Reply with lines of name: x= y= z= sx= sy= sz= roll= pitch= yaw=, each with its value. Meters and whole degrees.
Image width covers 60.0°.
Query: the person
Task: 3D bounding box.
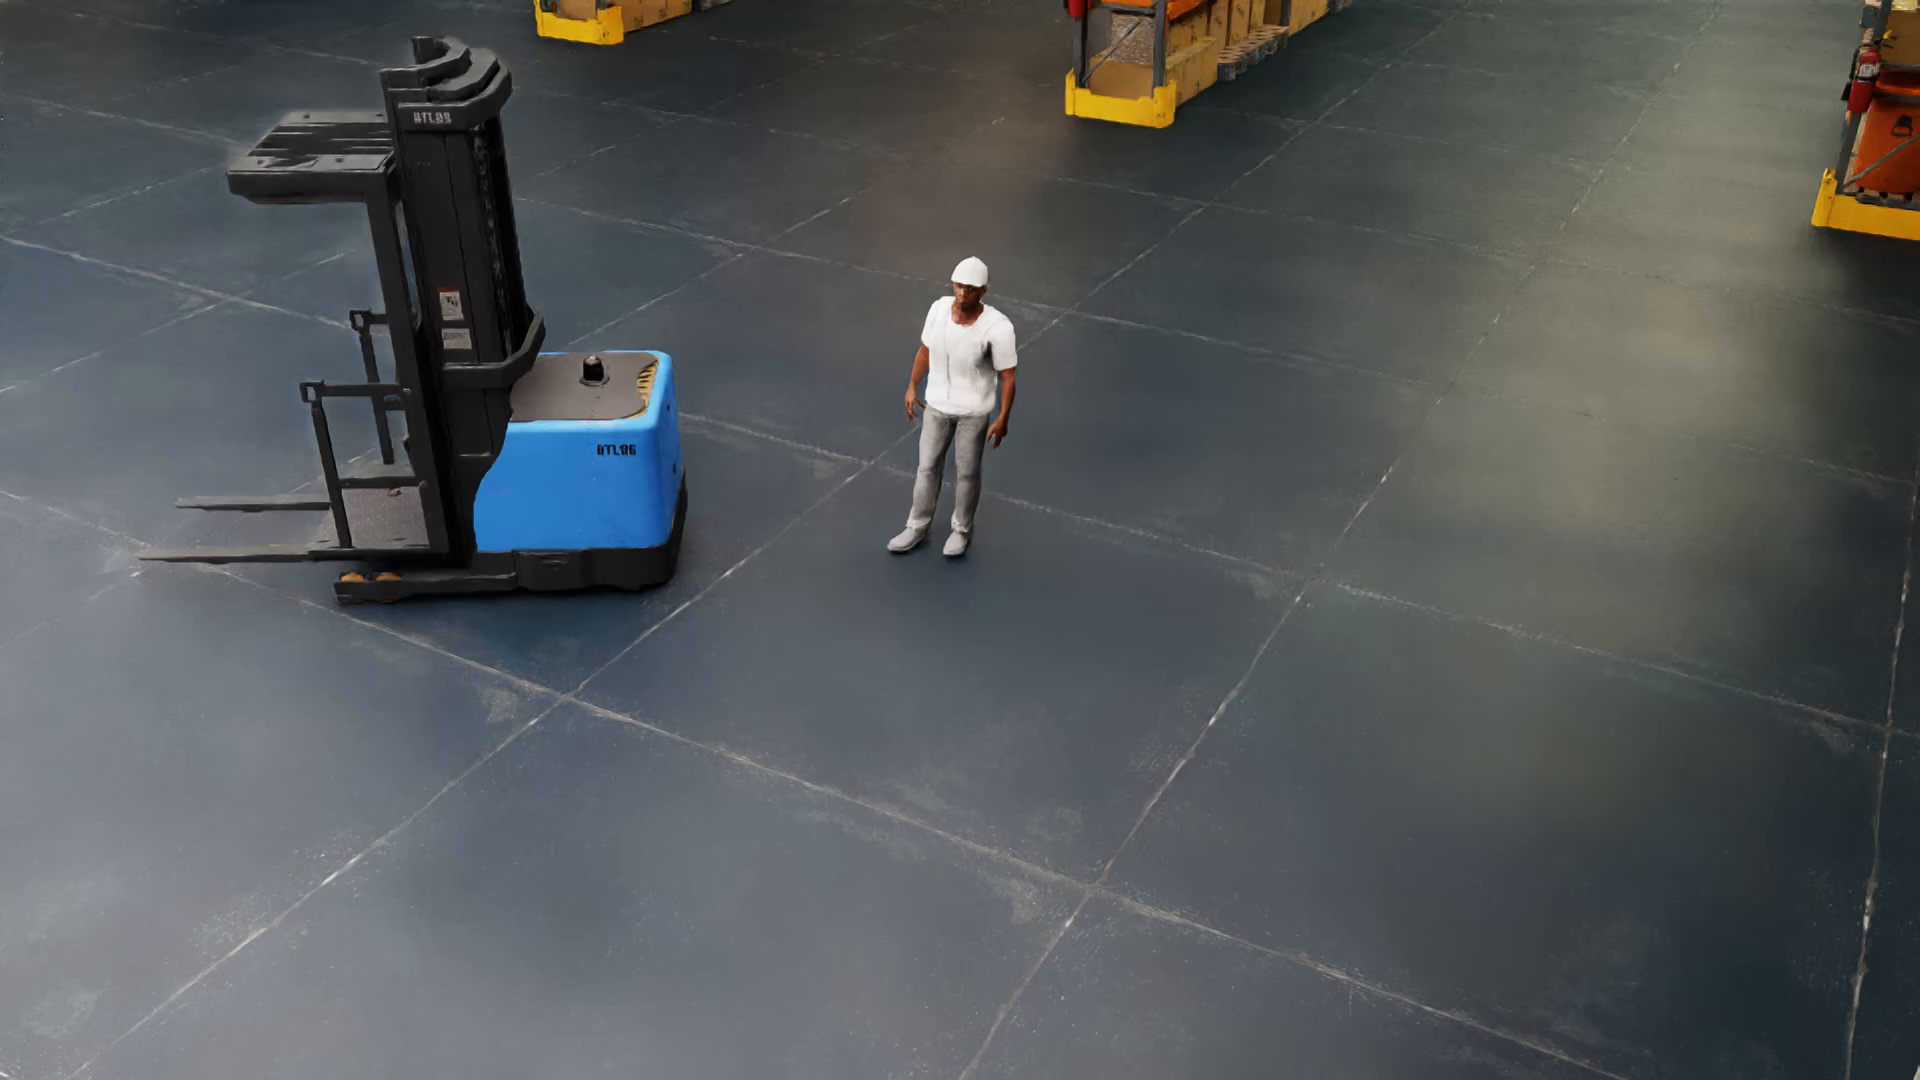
person: x=-0.039 y=-0.742 z=9.507 sx=0.665 sy=1.766 sz=0.576 roll=15 pitch=33 yaw=25

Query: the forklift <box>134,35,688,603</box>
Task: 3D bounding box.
forklift: x=-3.171 y=-1.185 z=9.123 sx=3.031 sy=2.935 sz=1.130 roll=-2 pitch=30 yaw=-3
